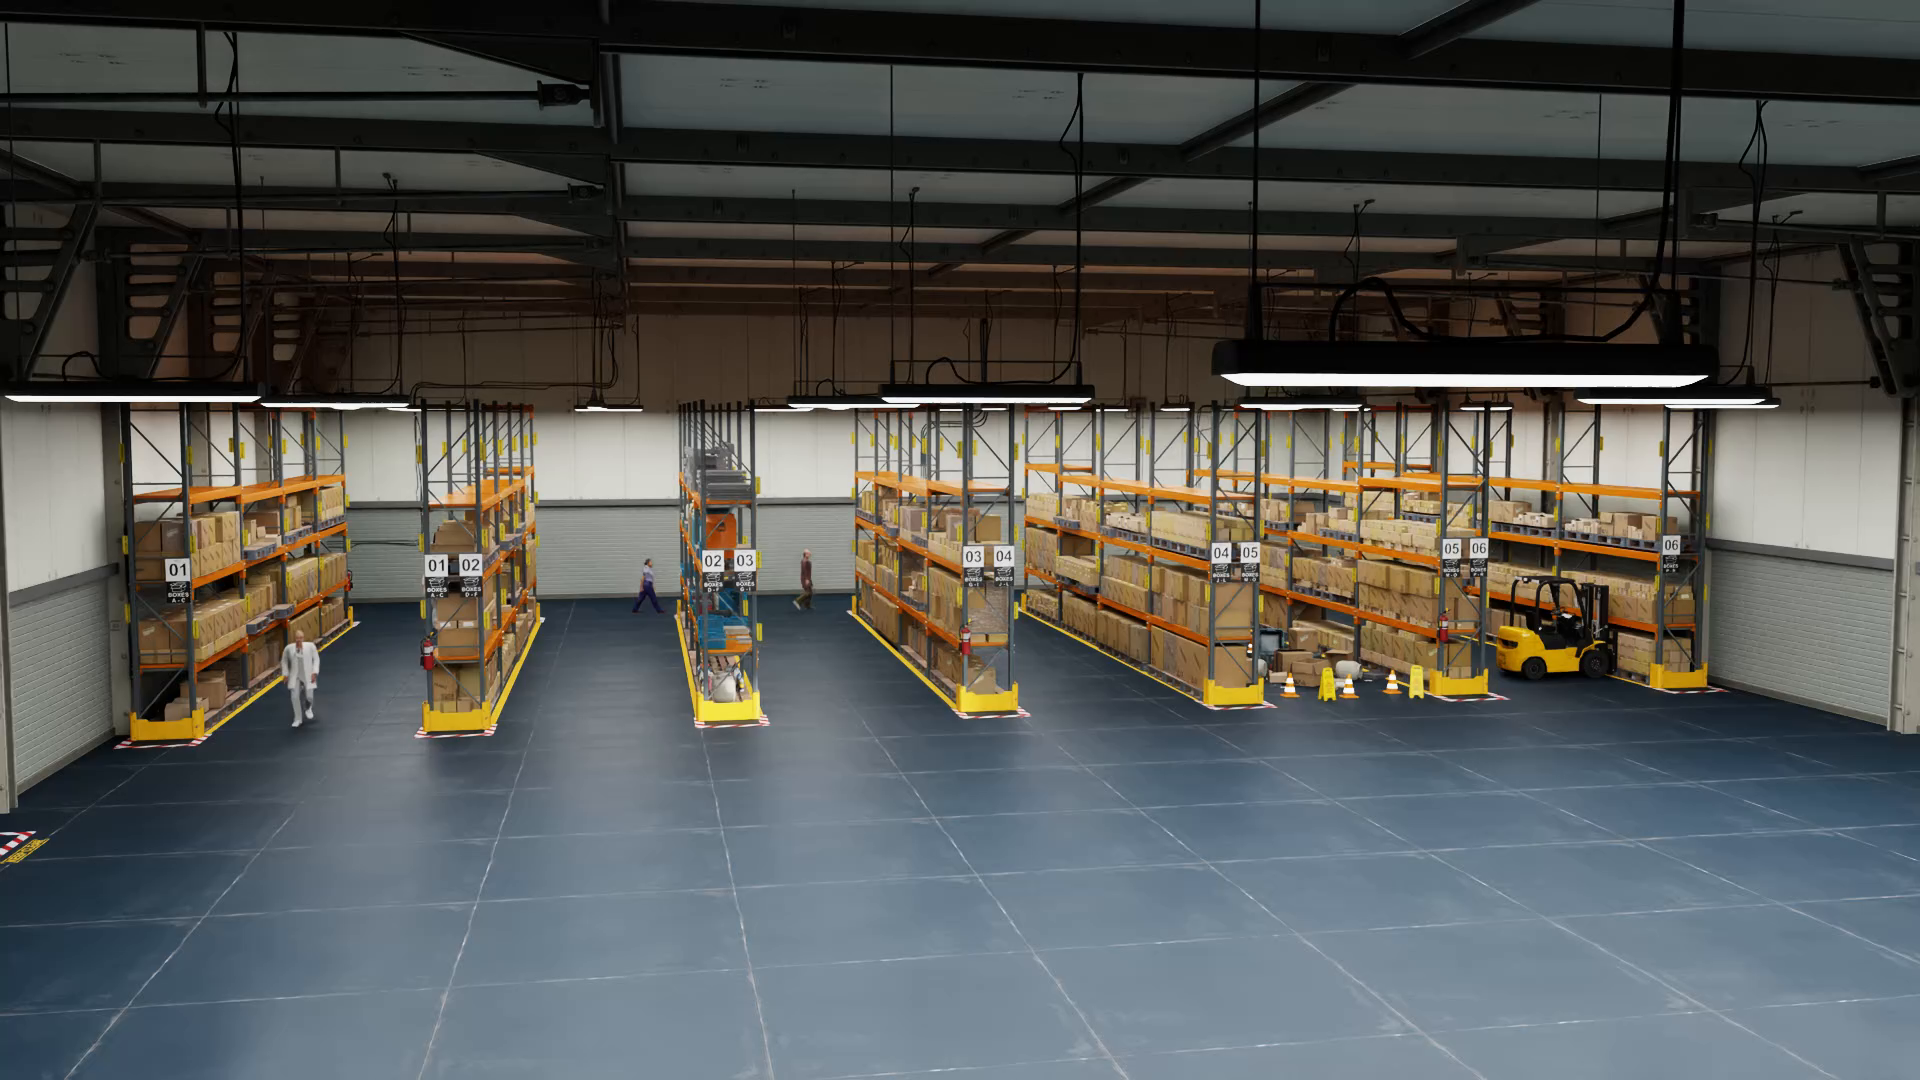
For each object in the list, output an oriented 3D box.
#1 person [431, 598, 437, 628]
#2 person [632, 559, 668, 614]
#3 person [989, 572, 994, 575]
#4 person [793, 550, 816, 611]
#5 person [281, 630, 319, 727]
[{"bbox_3d":[-14.034,1.483,44.576,0.588,1.764,0.514,2,5,27],"label":"person"},{"bbox_3d":[-8.896,1.314,47.598,0.999,1.579,0.465,-1,5,-17],"label":"person"},{"bbox_3d":[0.781,1.111,49.280,0.604,1.724,0.985,0,4,5],"label":"person"},{"bbox_3d":[-4.530,1.164,48.404,0.669,1.771,0.618,-1,4,-8],"label":"person"},{"bbox_3d":[-12.208,2.532,30.787,0.667,1.763,0.752,-1,5,-19],"label":"person"}]
